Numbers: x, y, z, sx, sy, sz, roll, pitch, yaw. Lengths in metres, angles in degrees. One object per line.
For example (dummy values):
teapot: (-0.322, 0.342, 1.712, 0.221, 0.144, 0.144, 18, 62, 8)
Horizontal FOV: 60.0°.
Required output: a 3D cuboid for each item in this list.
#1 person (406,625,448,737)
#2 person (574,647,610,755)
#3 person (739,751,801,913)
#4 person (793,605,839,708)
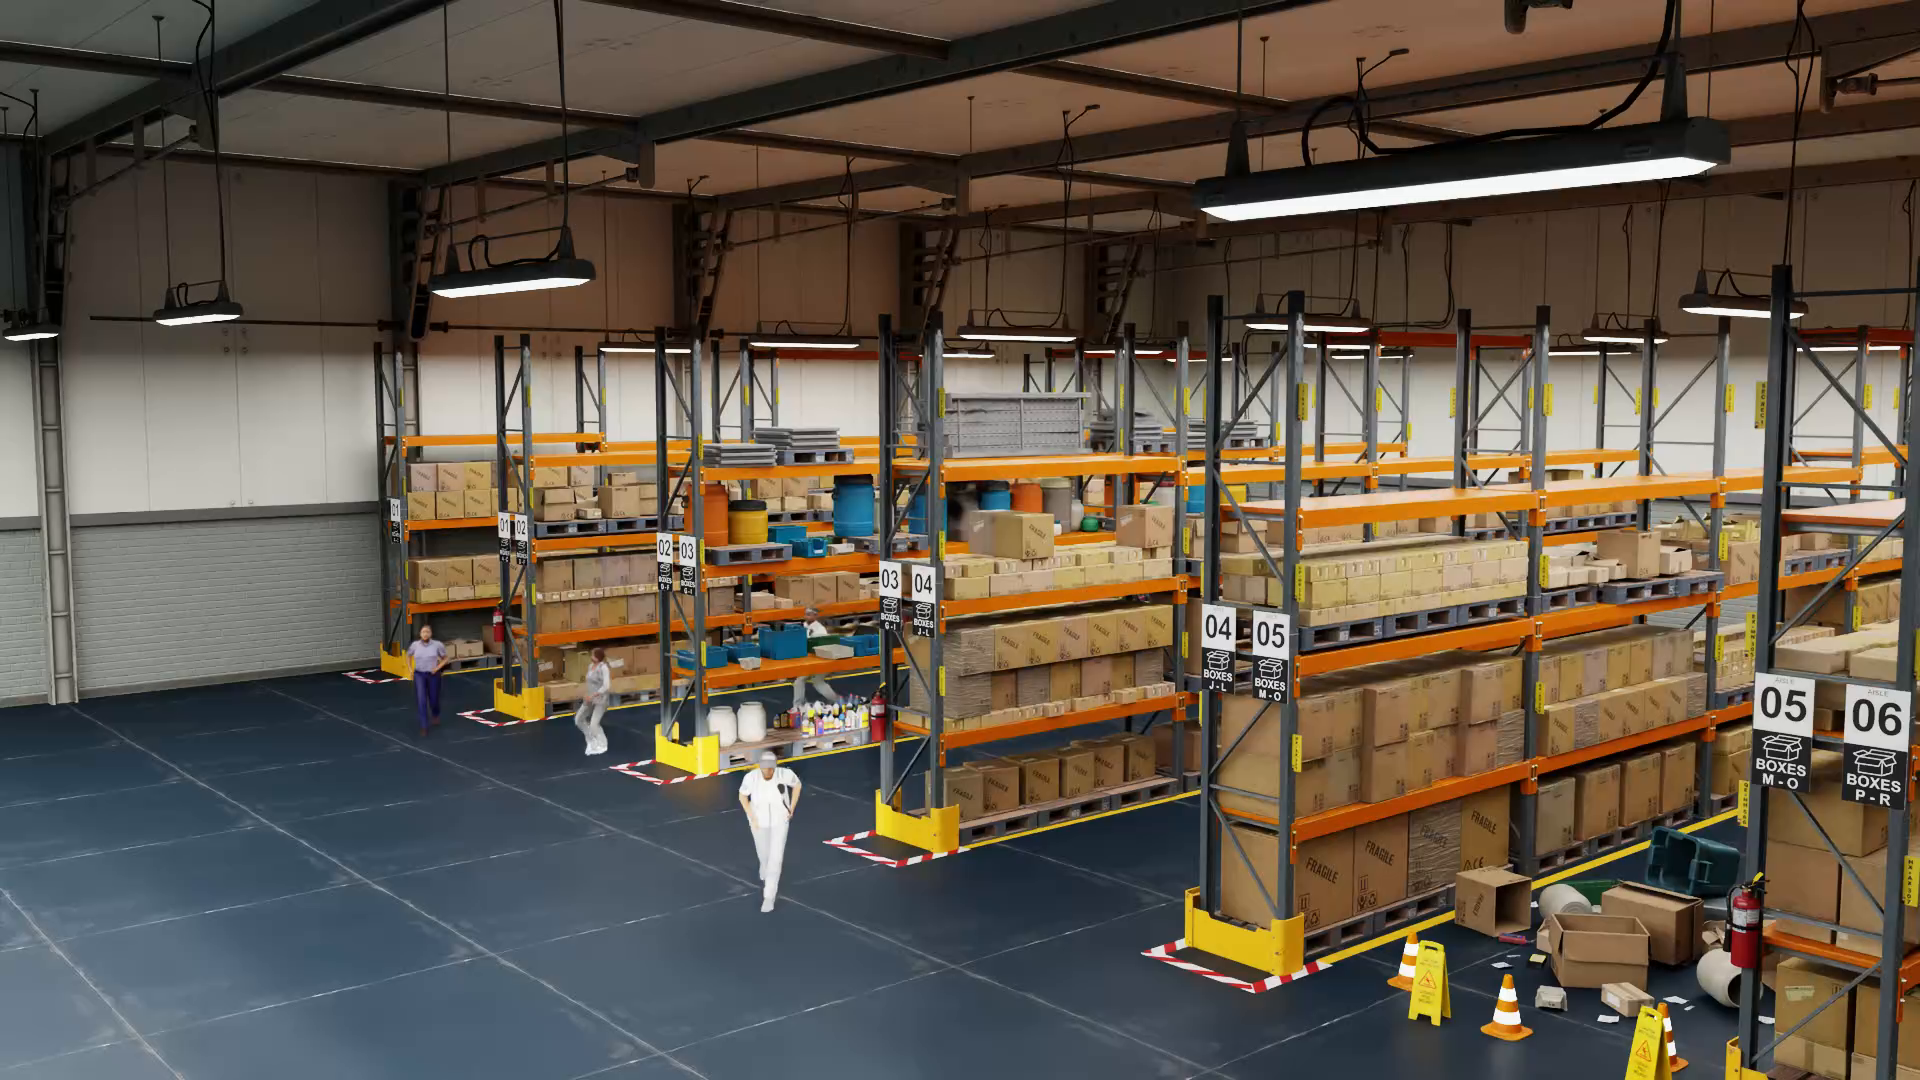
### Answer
person: (-8.011, 2.087, 25.009, 0.624, 1.646, 0.763, -1, 5, -13)
person: (-5.146, 2.277, 23.425, 0.523, 1.561, 0.520, 5, 7, 41)
person: (-1.918, 2.869, 16.814, 0.628, 1.627, 1.006, -1, 5, -9)
person: (-2.330, 1.891, 26.039, 0.662, 1.763, 0.989, 4, 7, 41)
